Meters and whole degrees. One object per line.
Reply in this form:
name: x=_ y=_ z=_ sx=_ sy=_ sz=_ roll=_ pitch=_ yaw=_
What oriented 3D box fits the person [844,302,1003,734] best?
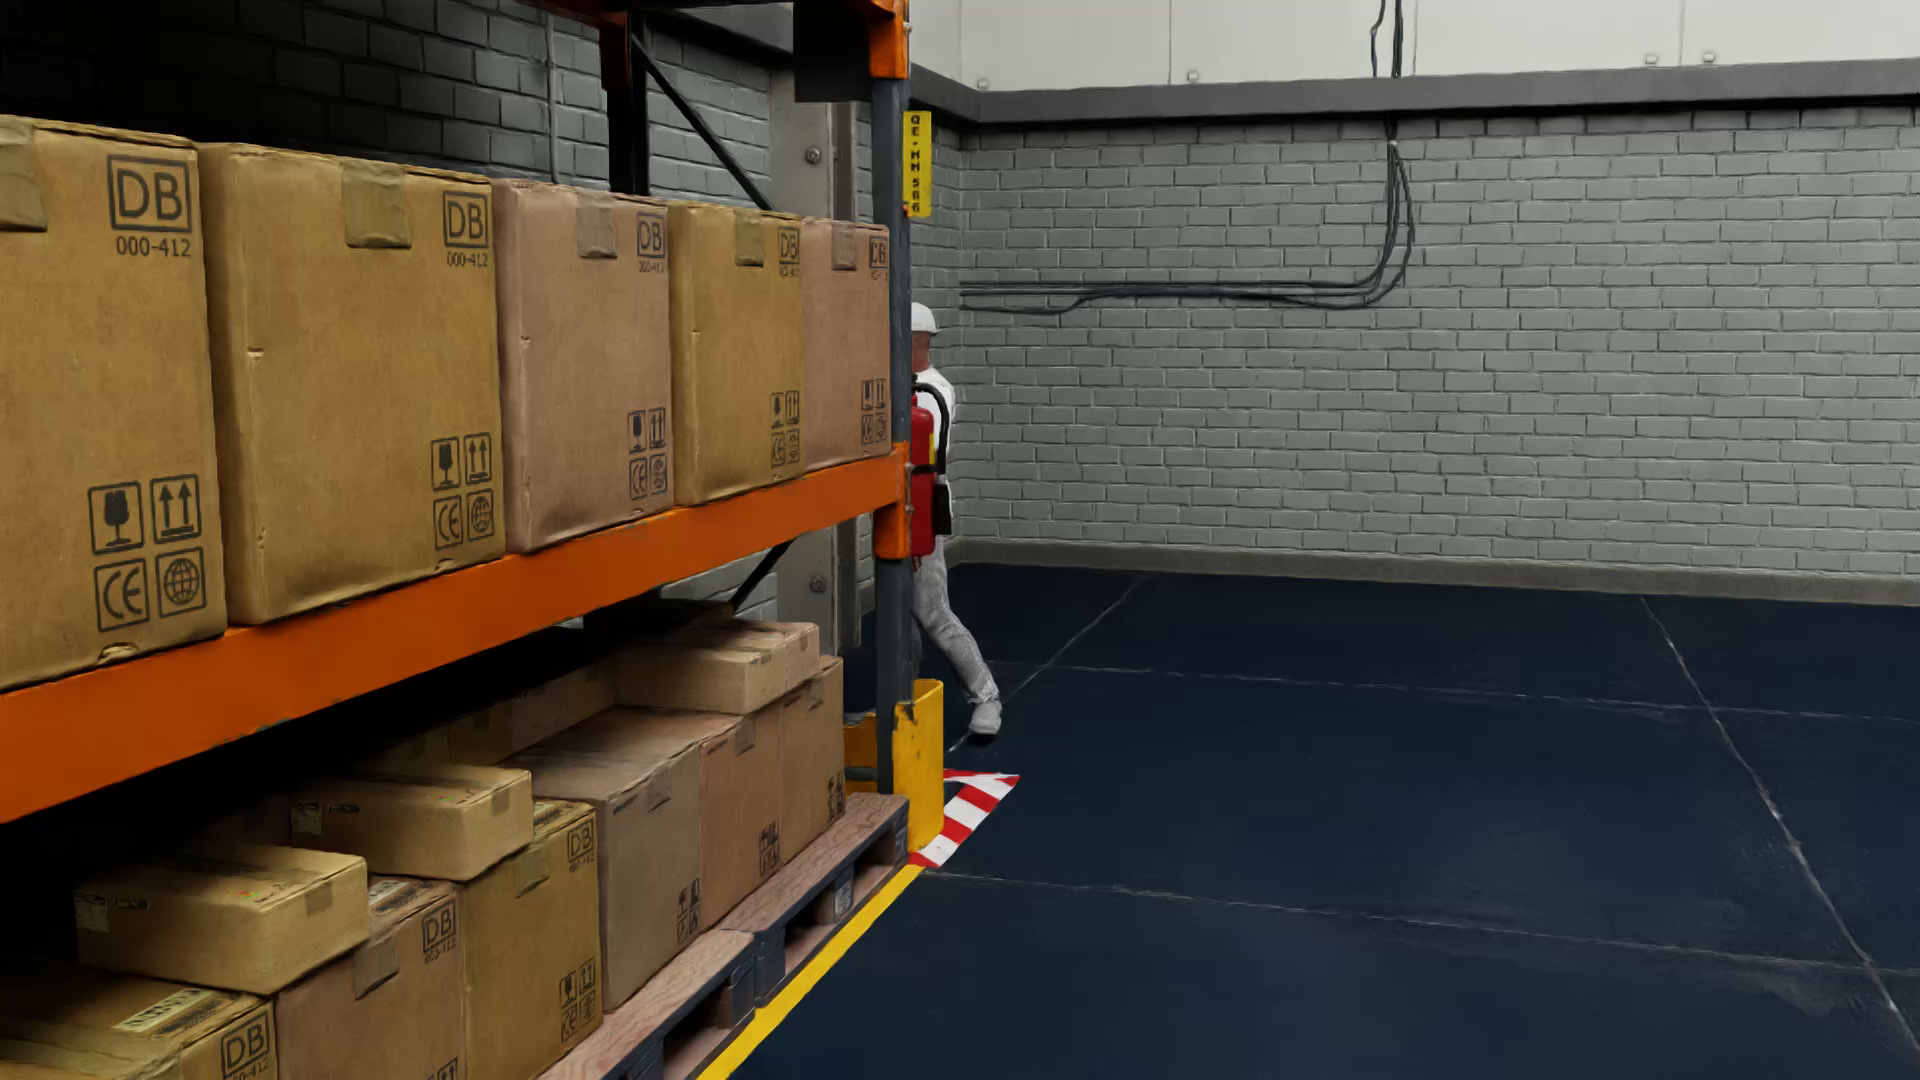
person: x=-0.172 y=-0.084 z=6.815 sx=0.645 sy=1.766 sz=0.708 roll=-3 pitch=9 yaw=-18
